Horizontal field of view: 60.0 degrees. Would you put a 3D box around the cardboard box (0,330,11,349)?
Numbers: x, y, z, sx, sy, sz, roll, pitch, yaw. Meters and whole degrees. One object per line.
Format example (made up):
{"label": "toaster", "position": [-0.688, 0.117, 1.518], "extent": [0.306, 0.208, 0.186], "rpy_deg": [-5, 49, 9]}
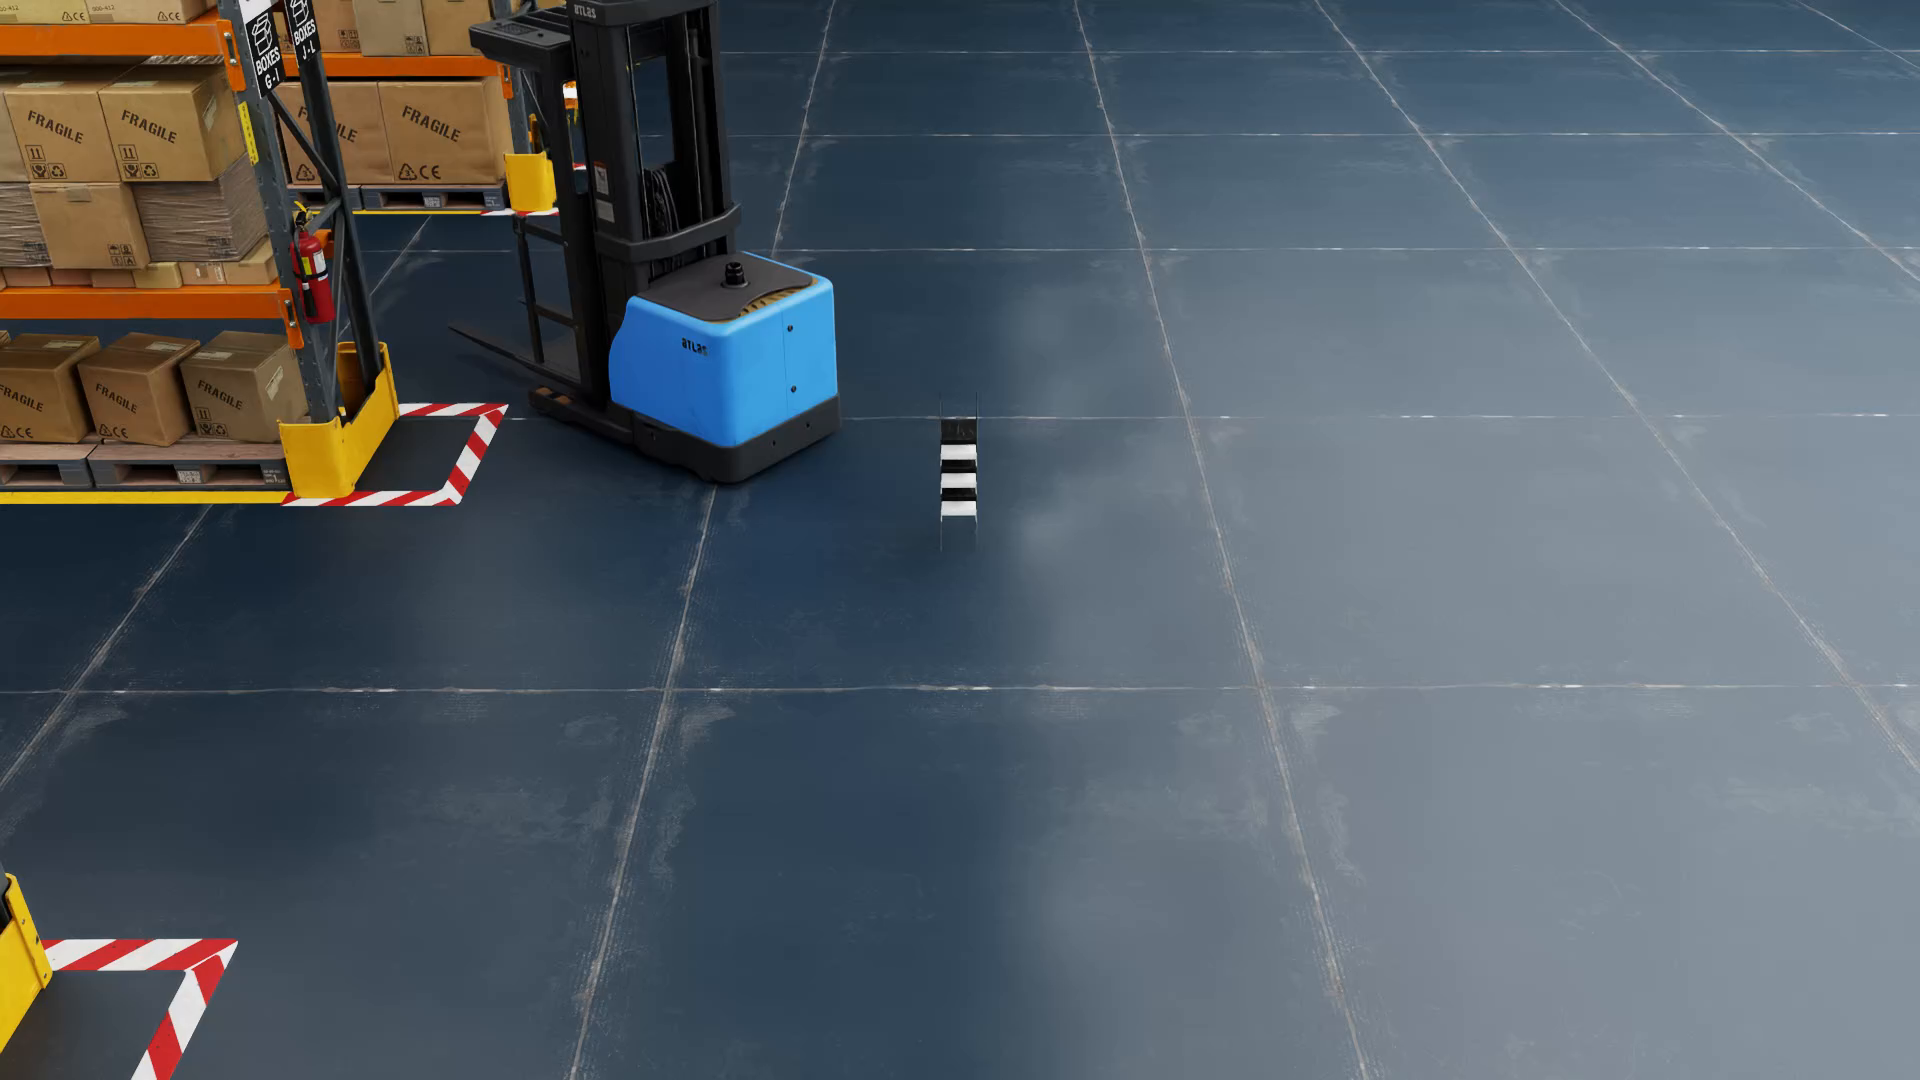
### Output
{"label": "cardboard box", "position": [-6.205, -0.964, 10.342], "extent": [0.500, 0.500, 0.500], "rpy_deg": [-3, 31, -5]}

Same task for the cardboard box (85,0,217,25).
{"label": "cardboard box", "position": [-4.279, -2.922, 8.817], "extent": [0.500, 0.250, 0.500], "rpy_deg": [1, 31, 1]}

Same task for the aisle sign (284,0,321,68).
{"label": "aisle sign", "position": [-3.738, -3.104, 9.358], "extent": [0.004, 0.787, 0.394], "rpy_deg": [0, 31, 0]}

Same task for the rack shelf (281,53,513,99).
{"label": "rack shelf", "position": [-5.727, -4.096, 14.193], "extent": [4.000, 0.370, 1.077], "rpy_deg": [0, 31, 0]}

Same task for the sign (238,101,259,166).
{"label": "sign", "position": [-3.815, -2.179, 8.918], "extent": [0.005, 0.325, 0.100], "rpy_deg": [0, 31, 0]}

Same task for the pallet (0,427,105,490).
{"label": "pallet", "position": [-5.904, -0.658, 10.521], "extent": [1.213, 0.211, 1.003], "rpy_deg": [0, 31, 0]}

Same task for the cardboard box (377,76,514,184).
{"label": "cardboard box", "position": [-4.405, -3.645, 14.399], "extent": [0.875, 0.875, 0.875], "rpy_deg": [0, 31, 0]}

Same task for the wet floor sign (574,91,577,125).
{"label": "wet floor sign", "position": [-3.710, -4.431, 16.320], "extent": [0.232, 0.644, 0.267], "rpy_deg": [-5, 32, -9]}

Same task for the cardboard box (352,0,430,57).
{"label": "cardboard box", "position": [-4.648, -4.437, 13.915], "extent": [0.550, 0.550, 0.875], "rpy_deg": [0, 31, 0]}

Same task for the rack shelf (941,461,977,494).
{"label": "rack shelf", "position": [-0.008, -0.356, 9.423], "extent": [0.200, 0.077, 0.258], "rpy_deg": [0, 31, 0]}

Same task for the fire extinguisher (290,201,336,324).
{"label": "fire extinguisher", "position": [-3.681, -1.565, 9.402], "extent": [0.183, 0.674, 0.296], "rpy_deg": [0, 31, 0]}

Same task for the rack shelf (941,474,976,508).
{"label": "rack shelf", "position": [-0.008, -0.279, 9.470], "extent": [0.200, 0.077, 0.258], "rpy_deg": [0, 31, 0]}

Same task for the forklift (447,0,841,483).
{"label": "forklift", "position": [-2.228, -2.220, 10.473], "extent": [3.031, 2.935, 1.130], "rpy_deg": [23, 38, 33]}

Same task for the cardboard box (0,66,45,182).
{"label": "cardboard box", "position": [-5.347, -2.300, 9.191], "extent": [0.500, 0.500, 0.500], "rpy_deg": [0, 31, 0]}

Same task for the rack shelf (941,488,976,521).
{"label": "rack shelf", "position": [-0.008, -0.202, 9.516], "extent": [0.200, 0.077, 0.258], "rpy_deg": [0, 31, 0]}

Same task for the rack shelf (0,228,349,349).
{"label": "rack shelf", "position": [-5.798, -1.523, 9.952], "extent": [4.000, 0.370, 1.077], "rpy_deg": [0, 31, 0]}

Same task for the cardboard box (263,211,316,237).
{"label": "cardboard box", "position": [-4.085, -1.853, 10.043], "extent": [0.250, 0.149, 0.380], "rpy_deg": [0, 31, 0]}

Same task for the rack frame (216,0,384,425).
{"label": "rack frame", "position": [-3.798, -1.837, 9.775], "extent": [0.127, 3.000, 1.000], "rpy_deg": [0, 31, 0]}

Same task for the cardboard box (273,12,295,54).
{"label": "cardboard box", "position": [-5.738, -4.477, 13.982], "extent": [0.500, 0.550, 0.875], "rpy_deg": [0, 31, 0]}

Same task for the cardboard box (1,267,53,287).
{"label": "cardboard box", "position": [-5.332, -1.609, 9.642], "extent": [0.250, 0.149, 0.380], "rpy_deg": [0, 31, 0]}

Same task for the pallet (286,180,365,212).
{"label": "pallet", "position": [-5.743, -3.173, 14.665], "extent": [1.213, 0.211, 1.003], "rpy_deg": [0, 31, 0]}

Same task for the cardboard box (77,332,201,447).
{"label": "cardboard box", "position": [-5.020, -0.935, 10.294], "extent": [0.500, 0.500, 0.500], "rpy_deg": [8, 32, 13]}

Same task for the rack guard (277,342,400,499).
{"label": "rack guard", "position": [-3.874, -0.768, 10.423], "extent": [0.348, 0.500, 1.175], "rpy_deg": [0, 31, 0]}

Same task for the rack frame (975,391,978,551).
{"label": "rack frame", "position": [0.094, -0.385, 9.406], "extent": [0.006, 0.900, 0.240], "rpy_deg": [0, 31, 0]}

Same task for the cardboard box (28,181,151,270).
{"label": "cardboard box", "position": [-4.848, -1.956, 9.588], "extent": [0.500, 0.500, 0.875], "rpy_deg": [0, 31, 0]}

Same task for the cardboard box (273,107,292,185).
{"label": "cardboard box", "position": [-6.196, -3.639, 14.389], "extent": [0.875, 0.875, 0.875], "rpy_deg": [0, 31, 0]}

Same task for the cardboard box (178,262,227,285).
{"label": "cardboard box", "position": [-4.332, -1.621, 9.662], "extent": [0.250, 0.149, 0.380], "rpy_deg": [0, 31, 0]}

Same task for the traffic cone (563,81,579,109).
{"label": "traffic cone", "position": [-3.933, -4.648, 16.853], "extent": [0.334, 0.463, 0.336], "rpy_deg": [0, 31, 0]}

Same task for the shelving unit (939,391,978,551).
{"label": "shelving unit", "position": [-0.008, -0.385, 9.406], "extent": [0.210, 0.900, 0.258], "rpy_deg": [0, 31, 0]}

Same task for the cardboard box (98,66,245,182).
{"label": "cardboard box", "position": [-4.347, -2.305, 9.199], "extent": [0.500, 0.500, 0.500], "rpy_deg": [0, 31, 0]}

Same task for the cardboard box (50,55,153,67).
{"label": "cardboard box", "position": [-4.850, -2.576, 9.646], "extent": [0.500, 0.500, 0.500], "rpy_deg": [0, 31, 0]}

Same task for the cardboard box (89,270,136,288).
{"label": "cardboard box", "position": [-4.832, -1.601, 9.628], "extent": [0.250, 0.149, 0.380], "rpy_deg": [0, 31, 0]}
